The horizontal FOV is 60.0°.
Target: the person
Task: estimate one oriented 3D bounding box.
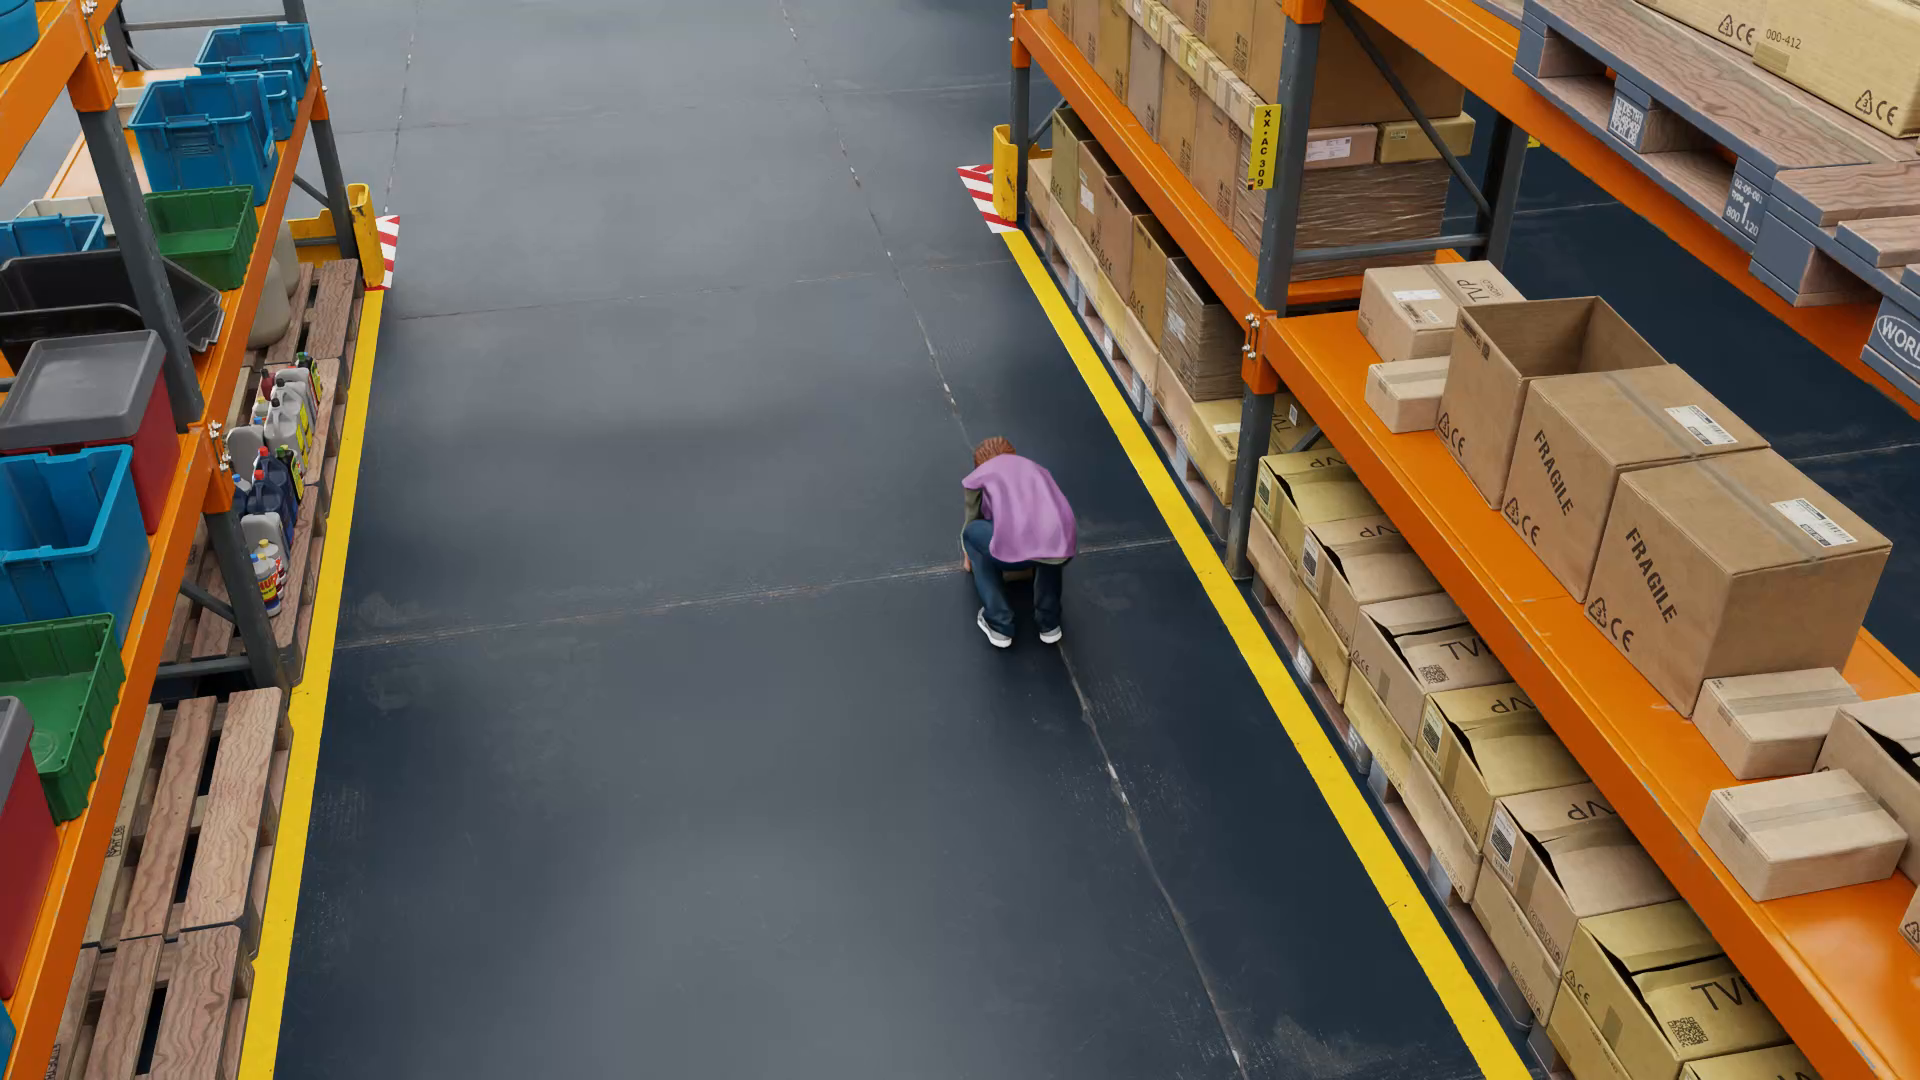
[{"bbox_3d":[0.226,-0.021,6.896,0.431,0.804,0.863,-7,35,-10],"label":"person"}]
